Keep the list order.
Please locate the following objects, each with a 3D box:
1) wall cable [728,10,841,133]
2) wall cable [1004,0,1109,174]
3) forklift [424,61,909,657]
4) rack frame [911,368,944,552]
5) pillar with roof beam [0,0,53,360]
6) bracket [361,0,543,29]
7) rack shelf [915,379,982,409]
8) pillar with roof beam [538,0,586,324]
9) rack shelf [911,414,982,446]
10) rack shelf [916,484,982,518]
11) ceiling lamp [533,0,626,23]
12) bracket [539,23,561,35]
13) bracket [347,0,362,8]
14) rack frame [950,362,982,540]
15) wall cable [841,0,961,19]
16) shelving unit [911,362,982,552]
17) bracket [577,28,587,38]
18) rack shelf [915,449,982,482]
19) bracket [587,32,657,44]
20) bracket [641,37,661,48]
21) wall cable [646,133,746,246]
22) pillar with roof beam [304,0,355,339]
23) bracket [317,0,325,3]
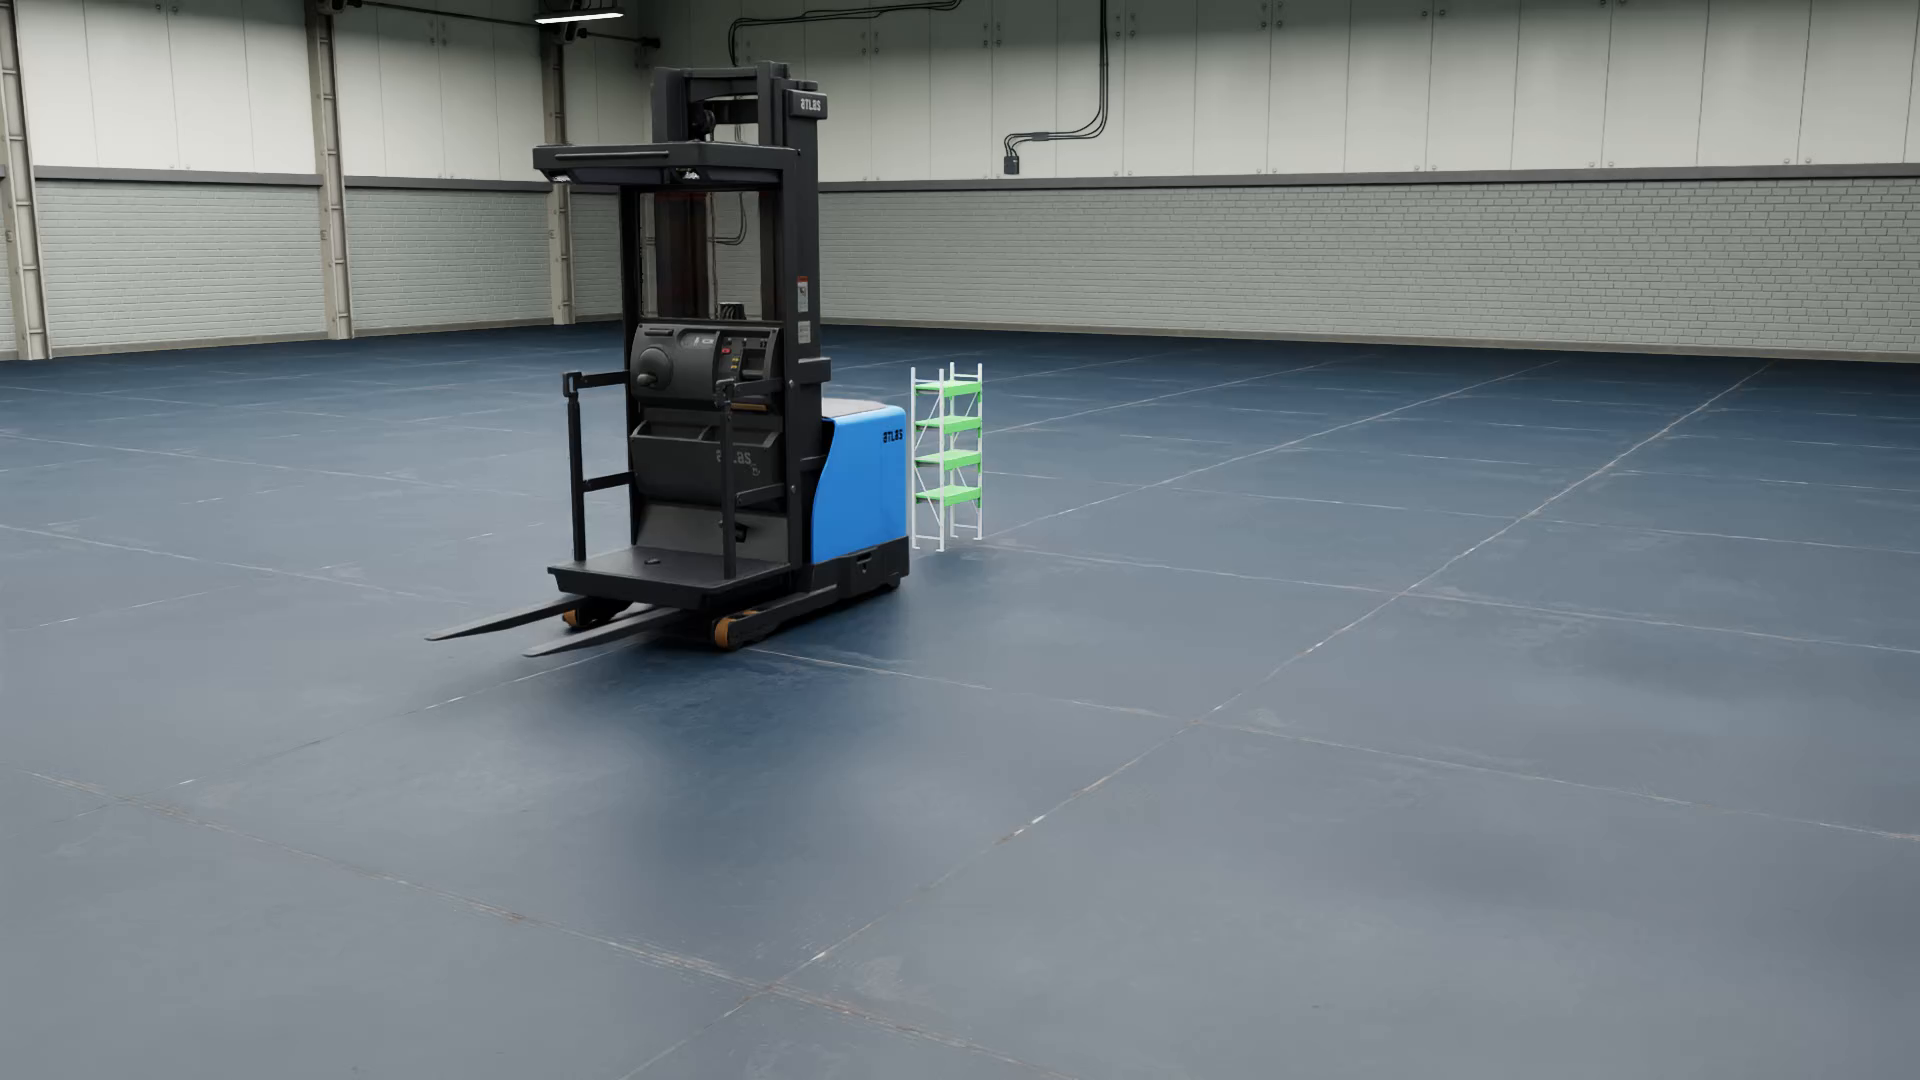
[{"bbox_3d":[-3.891,-10.299,36.638,3.097,2.526,0.112,6,12,31],"label":"wall cable"},{"bbox_3d":[1.902,-10.363,33.027,2.305,6.003,0.169,6,12,31],"label":"wall cable"},{"bbox_3d":[-1.460,-0.978,8.630,1.130,2.935,3.031,6,12,29],"label":"forklift"},{"bbox_3d":[-0.213,-0.525,10.914,0.240,1.200,0.015,6,12,31],"label":"rack frame"},{"bbox_3d":[-11.414,-6.965,24.120,9.100,9.000,0.400,6,12,31],"label":"pillar with roof beam"},{"bbox_3d":[-10.113,-10.529,33.372,0.076,0.066,4.783,6,12,31],"label":"bracket"},{"bbox_3d":[-0.086,-0.973,11.043,0.258,0.148,0.480,6,12,31],"label":"rack shelf"},{"bbox_3d":[-5.184,-8.853,34.201,9.100,9.000,0.548,6,12,31],"label":"pillar with roof beam"},{"bbox_3d":[-0.086,-0.737,11.087,0.258,0.148,0.480,6,12,31],"label":"rack shelf"},{"bbox_3d":[-0.086,-0.265,11.175,0.258,0.148,0.480,6,12,31],"label":"rack shelf"},{"bbox_3d":[-6.810,-11.072,30.190,2.000,3.185,0.800,6,12,31],"label":"ceiling lamp"},{"bbox_3d":[-8.775,-10.934,35.536,0.235,0.232,0.430,6,12,31],"label":"bracket"},{"bbox_3d":[-11.459,-10.121,31.193,0.235,0.232,0.430,6,12,31],"label":"bracket"},{"bbox_3d":[0.041,-0.602,11.324,0.240,1.200,0.015,6,12,31],"label":"rack frame"},{"bbox_3d":[-1.246,-12.239,34.640,3.097,2.526,0.112,6,12,31],"label":"wall cable"},{"bbox_3d":[-0.086,-0.564,11.119,0.258,1.200,0.503,6,12,31],"label":"shelving unit"},{"bbox_3d":[-8.344,-11.064,36.234,0.235,0.232,0.430,6,12,31],"label":"bracket"},{"bbox_3d":[-0.086,-0.501,11.131,0.258,0.148,0.480,6,12,31],"label":"rack shelf"},{"bbox_3d":[-7.420,-11.344,37.728,0.076,0.066,3.189,6,12,31],"label":"bracket"},{"bbox_3d":[-7.114,-11.437,38.225,0.235,0.232,0.430,6,12,31],"label":"bracket"},{"bbox_3d":[-6.203,-8.075,38.483,3.097,2.526,0.112,6,12,31],"label":"wall cable"},{"bbox_3d":[-8.299,-7.909,29.160,9.100,9.000,0.548,6,12,31],"label":"pillar with roof beam"},{"bbox_3d":[-11.890,-9.990,30.496,0.235,0.232,0.430,6,12,31],"label":"bracket"}]
